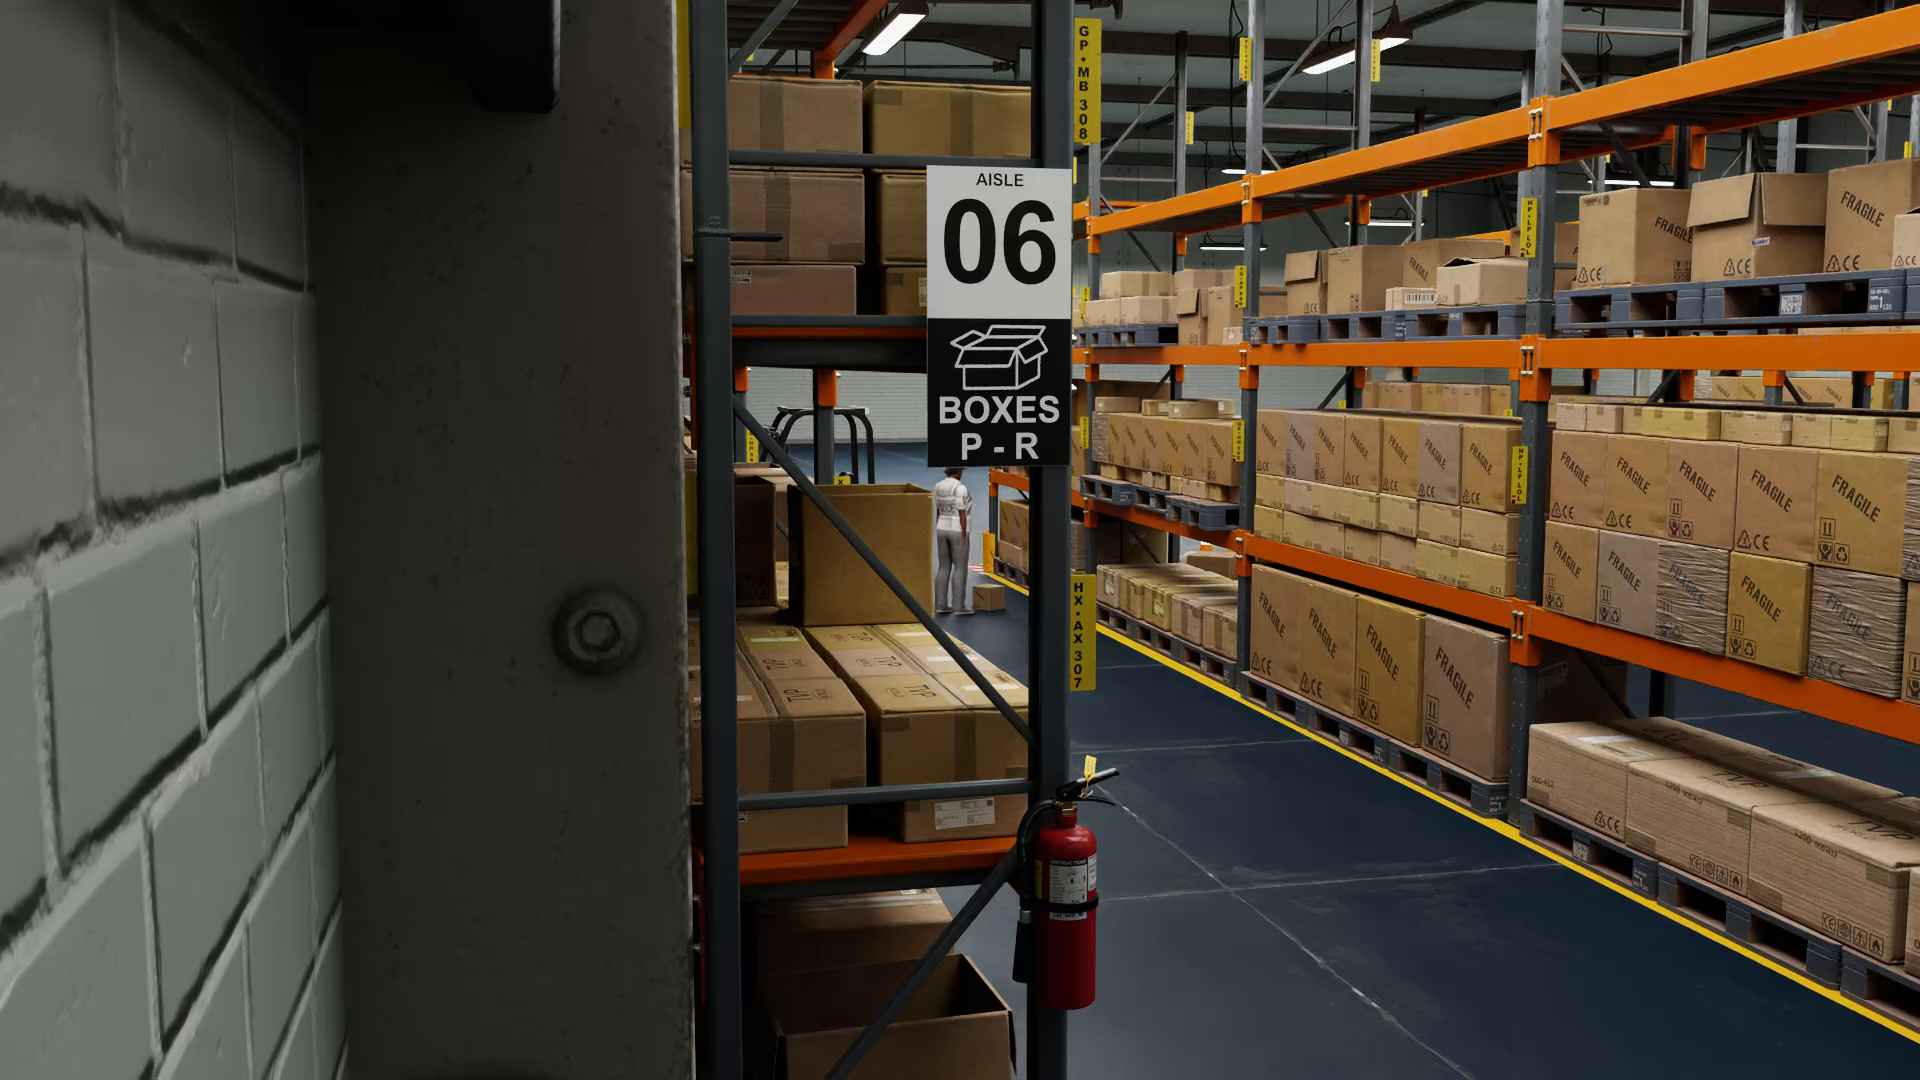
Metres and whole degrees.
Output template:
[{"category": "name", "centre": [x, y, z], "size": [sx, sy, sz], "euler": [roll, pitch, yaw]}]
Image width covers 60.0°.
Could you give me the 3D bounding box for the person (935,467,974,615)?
[{"category": "person", "centre": [-0.068, -0.044, 17.577], "size": [0.343, 1.667, 0.440], "euler": [-6, 9, -44]}]
